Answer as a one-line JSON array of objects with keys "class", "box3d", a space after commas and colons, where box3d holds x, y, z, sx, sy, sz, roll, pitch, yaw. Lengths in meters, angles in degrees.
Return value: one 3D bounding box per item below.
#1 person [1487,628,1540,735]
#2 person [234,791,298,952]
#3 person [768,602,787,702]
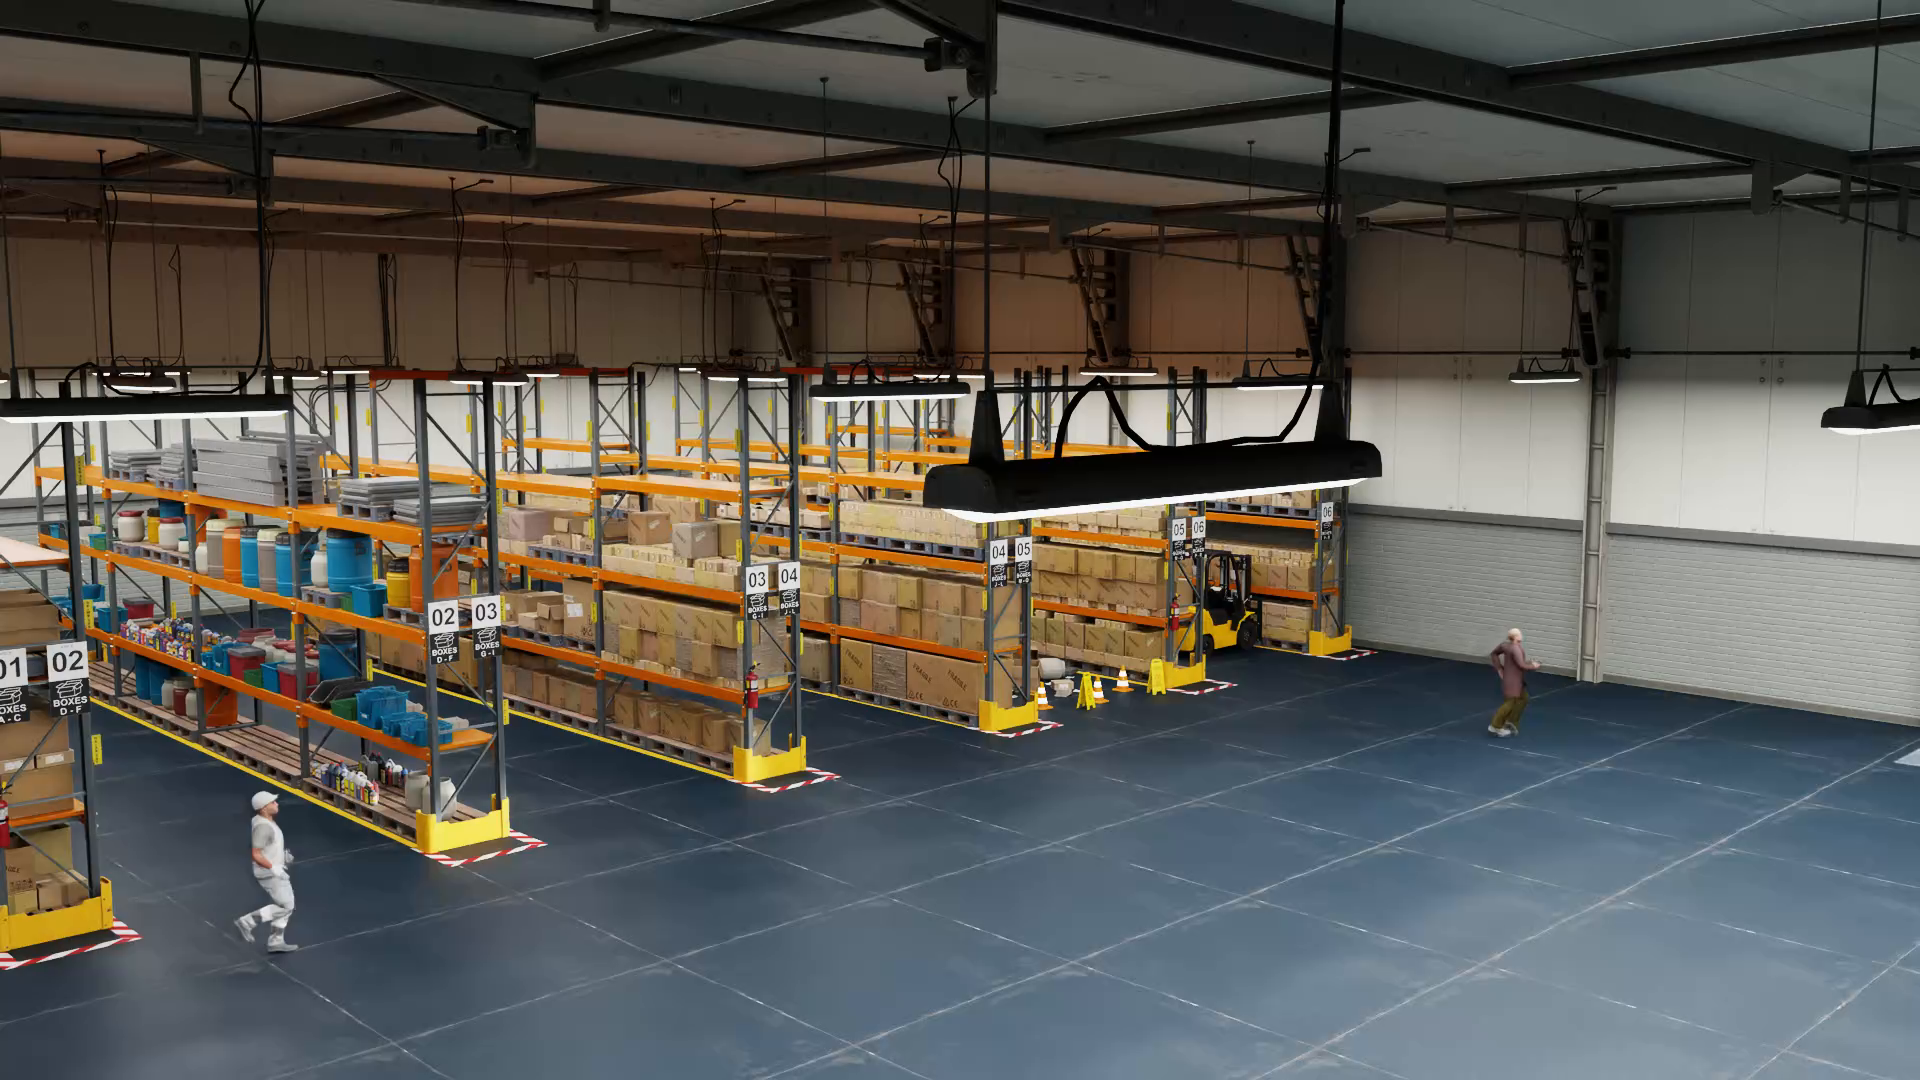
[{"class": "person", "box3d": [9.129, 2.368, 27.409, 0.813, 1.840, 0.700, 1, 6, 5]}, {"class": "person", "box3d": [-7.334, 3.504, 17.511, 0.605, 1.749, 0.666, -3, 7, -22]}, {"class": "person", "box3d": [-3.561, 2.022, 30.338, 0.938, 1.813, 0.646, 5, 8, 38]}]
